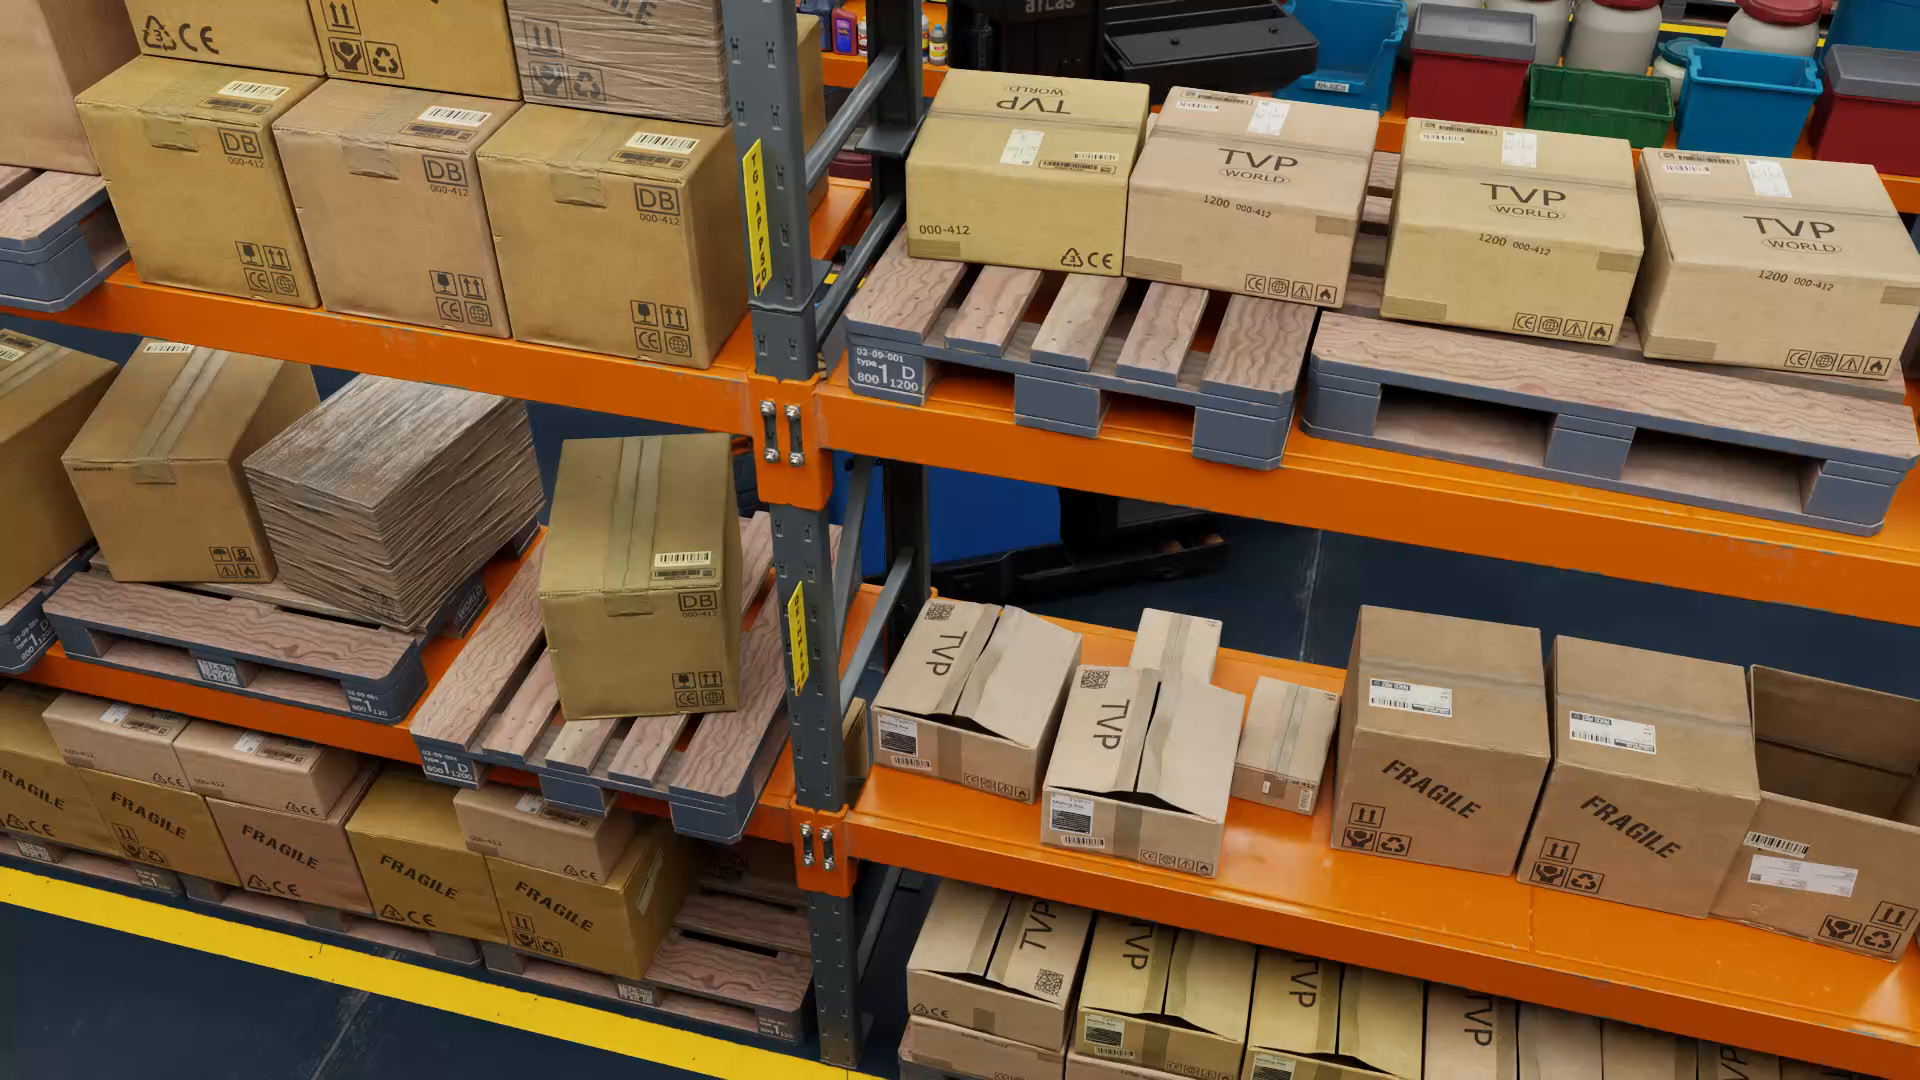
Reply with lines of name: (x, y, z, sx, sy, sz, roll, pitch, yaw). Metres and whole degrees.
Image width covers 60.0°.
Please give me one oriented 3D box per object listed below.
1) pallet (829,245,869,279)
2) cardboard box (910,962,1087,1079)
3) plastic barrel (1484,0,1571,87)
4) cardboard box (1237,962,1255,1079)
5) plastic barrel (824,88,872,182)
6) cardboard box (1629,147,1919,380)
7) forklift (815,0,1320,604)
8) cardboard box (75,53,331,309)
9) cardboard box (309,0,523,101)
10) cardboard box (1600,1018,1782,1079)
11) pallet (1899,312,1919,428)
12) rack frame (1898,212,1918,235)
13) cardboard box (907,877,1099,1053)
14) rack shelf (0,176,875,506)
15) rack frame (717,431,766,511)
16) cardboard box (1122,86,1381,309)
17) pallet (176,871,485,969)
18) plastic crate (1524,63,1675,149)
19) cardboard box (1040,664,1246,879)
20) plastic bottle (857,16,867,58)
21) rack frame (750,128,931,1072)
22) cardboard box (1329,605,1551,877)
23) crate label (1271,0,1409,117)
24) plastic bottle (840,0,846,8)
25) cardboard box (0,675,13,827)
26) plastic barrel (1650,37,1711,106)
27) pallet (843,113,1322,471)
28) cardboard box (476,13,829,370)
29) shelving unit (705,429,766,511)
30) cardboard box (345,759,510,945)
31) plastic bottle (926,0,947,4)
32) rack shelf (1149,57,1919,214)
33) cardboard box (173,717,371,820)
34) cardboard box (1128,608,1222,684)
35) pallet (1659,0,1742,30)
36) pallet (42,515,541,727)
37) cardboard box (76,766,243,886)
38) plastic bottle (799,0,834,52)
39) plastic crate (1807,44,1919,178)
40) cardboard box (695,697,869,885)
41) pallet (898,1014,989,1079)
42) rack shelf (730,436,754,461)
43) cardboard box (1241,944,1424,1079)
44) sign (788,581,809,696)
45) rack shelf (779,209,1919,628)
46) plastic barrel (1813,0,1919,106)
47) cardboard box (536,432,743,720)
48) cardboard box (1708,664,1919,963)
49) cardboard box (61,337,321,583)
pallet: (-0.948, -1.987, 9.977, 1.213, 0.211, 1.003, 10, 41, 11)
cardboard box: (0.146, 1.493, 5.477, 0.500, 0.250, 0.500, 10, 41, 11)
plastic barrel: (2.869, -2.622, 8.459, 0.433, 0.535, 0.433, 0, 40, 0)
cardboard box: (1.135, 1.658, 5.279, 0.500, 0.250, 0.500, 9, 41, 10)
plastic barrel: (-0.568, -2.242, 9.660, 0.708, 0.588, 0.600, 10, 41, 11)
cardboard box: (1.749, -0.612, 3.629, 0.500, 0.250, 0.500, 7, 40, 8)
forklift: (0.738, -1.272, 7.010, 3.031, 2.935, 1.130, -10, 41, -12)
cardboard box: (-1.710, -1.079, 4.317, 0.500, 0.500, 0.910, 10, 41, 11)
cardboard box: (-1.197, -1.400, 3.922, 0.500, 0.500, 0.500, 10, 41, 11)
cardboard box: (2.129, 1.617, 4.892, 0.500, 0.311, 0.500, 10, 41, 11)
pallet: (2.724, -0.218, 3.518, 1.217, 0.209, 0.805, 8, 41, 10)
rack frame: (4.864, -2.081, 7.920, 0.127, 3.000, 1.000, 10, 41, 11)
cardboard box: (0.146, 1.278, 5.296, 0.500, 0.311, 0.500, 11, 41, 13)
rack shelf: (-2.216, -0.875, 4.711, 4.000, 0.370, 1.077, 10, 41, 11)
rack frame: (-1.012, -0.627, 7.543, 0.240, 1.200, 0.006, -19, 28, -21)
cardboard box: (0.680, -0.805, 3.858, 0.500, 0.250, 0.500, 11, 41, 13)
pallet: (-2.171, 1.047, 6.364, 1.213, 0.211, 1.003, 10, 41, 11)
plastic crate: (3.108, -2.114, 8.124, 0.662, 0.188, 0.450, 10, 41, 11)
cardboard box: (0.530, 0.634, 4.757, 0.500, 0.311, 0.500, 9, 41, 11)
plastic bottle: (-0.489, -2.654, 8.757, 0.097, 0.201, 0.097, 0, 40, 0)
rack frame: (-0.284, 0.331, 5.048, 0.127, 3.000, 1.000, 10, 41, 11)
cardboard box: (1.341, 0.561, 4.696, 0.500, 0.500, 0.500, 8, 41, 9)
crate label: (1.889, -2.426, 8.304, 0.616, 0.435, 0.502, 10, 41, 11)
plastic bottle: (-0.737, -3.142, 9.222, 0.185, 0.351, 0.144, 10, 41, 11)
cardboard box: (-3.744, 0.686, 6.226, 0.500, 0.500, 0.500, 8, 41, 9)
plastic barrel: (3.625, -2.343, 8.340, 0.301, 0.262, 0.301, 0, 40, 0)
pallet: (0.394, -0.688, 4.076, 1.003, 0.211, 1.213, 12, 41, 13)
cardboard box: (-0.715, -0.908, 4.113, 0.500, 0.500, 0.910, 10, 41, 11)
shelving unit: (-1.053, -0.658, 7.619, 0.258, 1.200, 0.189, -19, 28, -21)
cardboard box: (-1.748, 1.024, 5.825, 0.500, 0.500, 0.500, 8, 41, 10)
plastic bottle: (-0.122, -3.140, 9.271, 0.133, 0.283, 0.061, 10, 41, 11)
rack shelf: (2.932, -2.138, 8.547, 4.000, 0.370, 1.077, 10, 41, 11)
cardboard box: (-2.293, 0.649, 5.688, 0.500, 0.250, 0.500, 9, 41, 11)
cardboard box: (0.656, 0.405, 5.155, 0.250, 0.149, 0.380, 10, 41, 11)
pallet: (5.392, -4.219, 12.634, 1.213, 0.211, 1.003, 10, 41, 11)
pallet: (-2.164, 0.084, 5.491, 1.213, 0.211, 1.003, 10, 41, 11)
cardboard box: (-2.745, 0.856, 6.025, 0.500, 0.500, 0.500, 10, 41, 12)
plastic bottle: (-0.748, -2.771, 8.781, 0.185, 0.351, 0.144, 10, 41, 11)
plastic crate: (4.317, -1.996, 7.769, 0.583, 0.464, 0.402, 10, 41, 11)
cardboard box: (-0.650, 0.866, 6.012, 0.500, 0.500, 0.500, 11, 41, 13)
pallet: (0.501, 1.560, 5.753, 1.213, 0.211, 1.003, 10, 41, 11)
rack shelf: (-1.017, -0.405, 7.743, 0.258, 0.103, 0.180, -19, 28, -21)
cardboard box: (1.147, 1.446, 5.096, 0.500, 0.311, 0.500, 9, 41, 10)
sign: (-0.416, 0.257, 4.298, 0.005, 0.325, 0.100, 10, 41, 11)
rack shelf: (1.648, -0.210, 3.919, 4.000, 0.370, 1.077, 10, 41, 11)
plastic barrel: (4.569, -2.525, 8.059, 0.708, 0.901, 0.600, 10, 41, 11)
cardboard box: (-0.922, 0.097, 4.922, 0.500, 0.500, 0.700, -3, 40, -3)
cardboard box: (2.333, 0.732, 4.493, 0.500, 0.500, 0.500, 13, 42, 15)
cardboard box: (-2.426, -0.278, 5.369, 0.500, 0.500, 0.700, 0, 40, 0)
